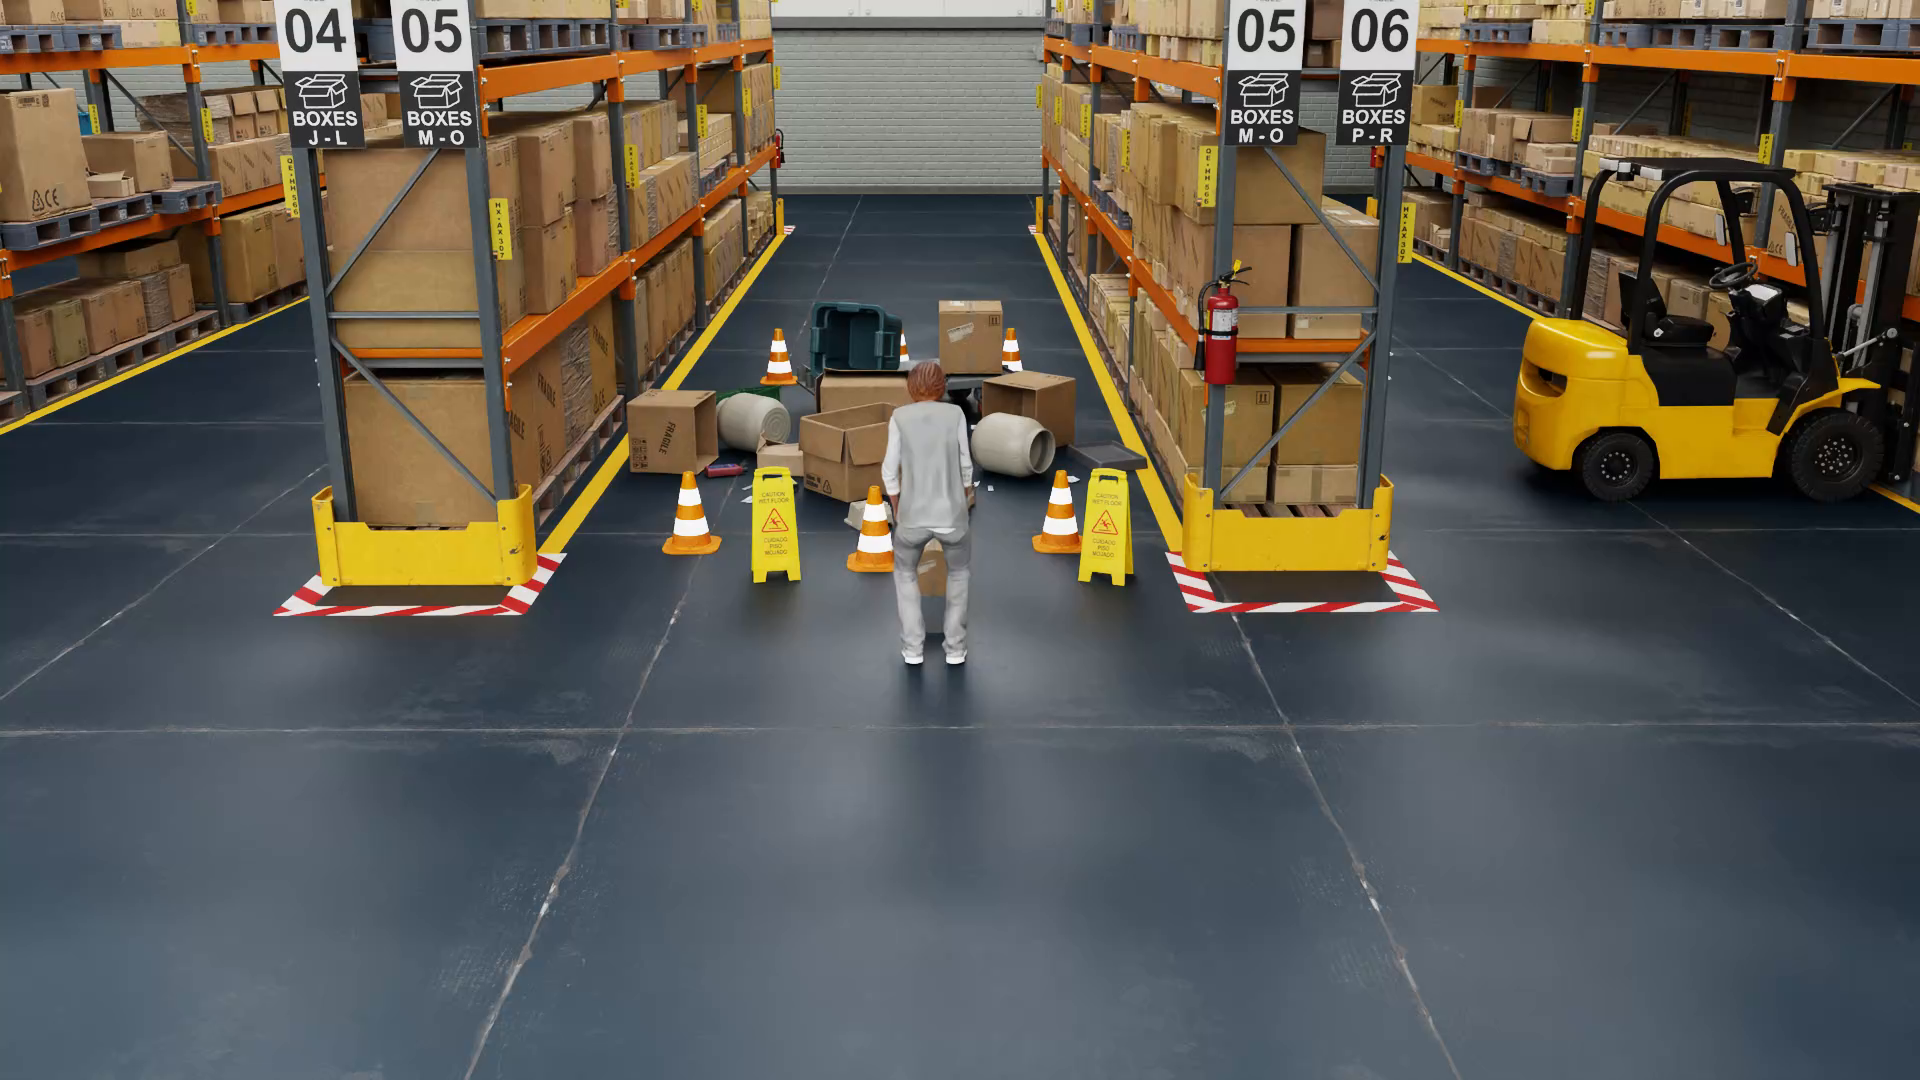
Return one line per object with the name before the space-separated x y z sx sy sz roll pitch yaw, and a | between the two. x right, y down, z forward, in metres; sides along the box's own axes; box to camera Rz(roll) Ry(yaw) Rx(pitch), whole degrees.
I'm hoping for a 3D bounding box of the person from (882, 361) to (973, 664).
person | -0.160 -0.099 8.148 0.447 1.448 0.497 0 17 0
